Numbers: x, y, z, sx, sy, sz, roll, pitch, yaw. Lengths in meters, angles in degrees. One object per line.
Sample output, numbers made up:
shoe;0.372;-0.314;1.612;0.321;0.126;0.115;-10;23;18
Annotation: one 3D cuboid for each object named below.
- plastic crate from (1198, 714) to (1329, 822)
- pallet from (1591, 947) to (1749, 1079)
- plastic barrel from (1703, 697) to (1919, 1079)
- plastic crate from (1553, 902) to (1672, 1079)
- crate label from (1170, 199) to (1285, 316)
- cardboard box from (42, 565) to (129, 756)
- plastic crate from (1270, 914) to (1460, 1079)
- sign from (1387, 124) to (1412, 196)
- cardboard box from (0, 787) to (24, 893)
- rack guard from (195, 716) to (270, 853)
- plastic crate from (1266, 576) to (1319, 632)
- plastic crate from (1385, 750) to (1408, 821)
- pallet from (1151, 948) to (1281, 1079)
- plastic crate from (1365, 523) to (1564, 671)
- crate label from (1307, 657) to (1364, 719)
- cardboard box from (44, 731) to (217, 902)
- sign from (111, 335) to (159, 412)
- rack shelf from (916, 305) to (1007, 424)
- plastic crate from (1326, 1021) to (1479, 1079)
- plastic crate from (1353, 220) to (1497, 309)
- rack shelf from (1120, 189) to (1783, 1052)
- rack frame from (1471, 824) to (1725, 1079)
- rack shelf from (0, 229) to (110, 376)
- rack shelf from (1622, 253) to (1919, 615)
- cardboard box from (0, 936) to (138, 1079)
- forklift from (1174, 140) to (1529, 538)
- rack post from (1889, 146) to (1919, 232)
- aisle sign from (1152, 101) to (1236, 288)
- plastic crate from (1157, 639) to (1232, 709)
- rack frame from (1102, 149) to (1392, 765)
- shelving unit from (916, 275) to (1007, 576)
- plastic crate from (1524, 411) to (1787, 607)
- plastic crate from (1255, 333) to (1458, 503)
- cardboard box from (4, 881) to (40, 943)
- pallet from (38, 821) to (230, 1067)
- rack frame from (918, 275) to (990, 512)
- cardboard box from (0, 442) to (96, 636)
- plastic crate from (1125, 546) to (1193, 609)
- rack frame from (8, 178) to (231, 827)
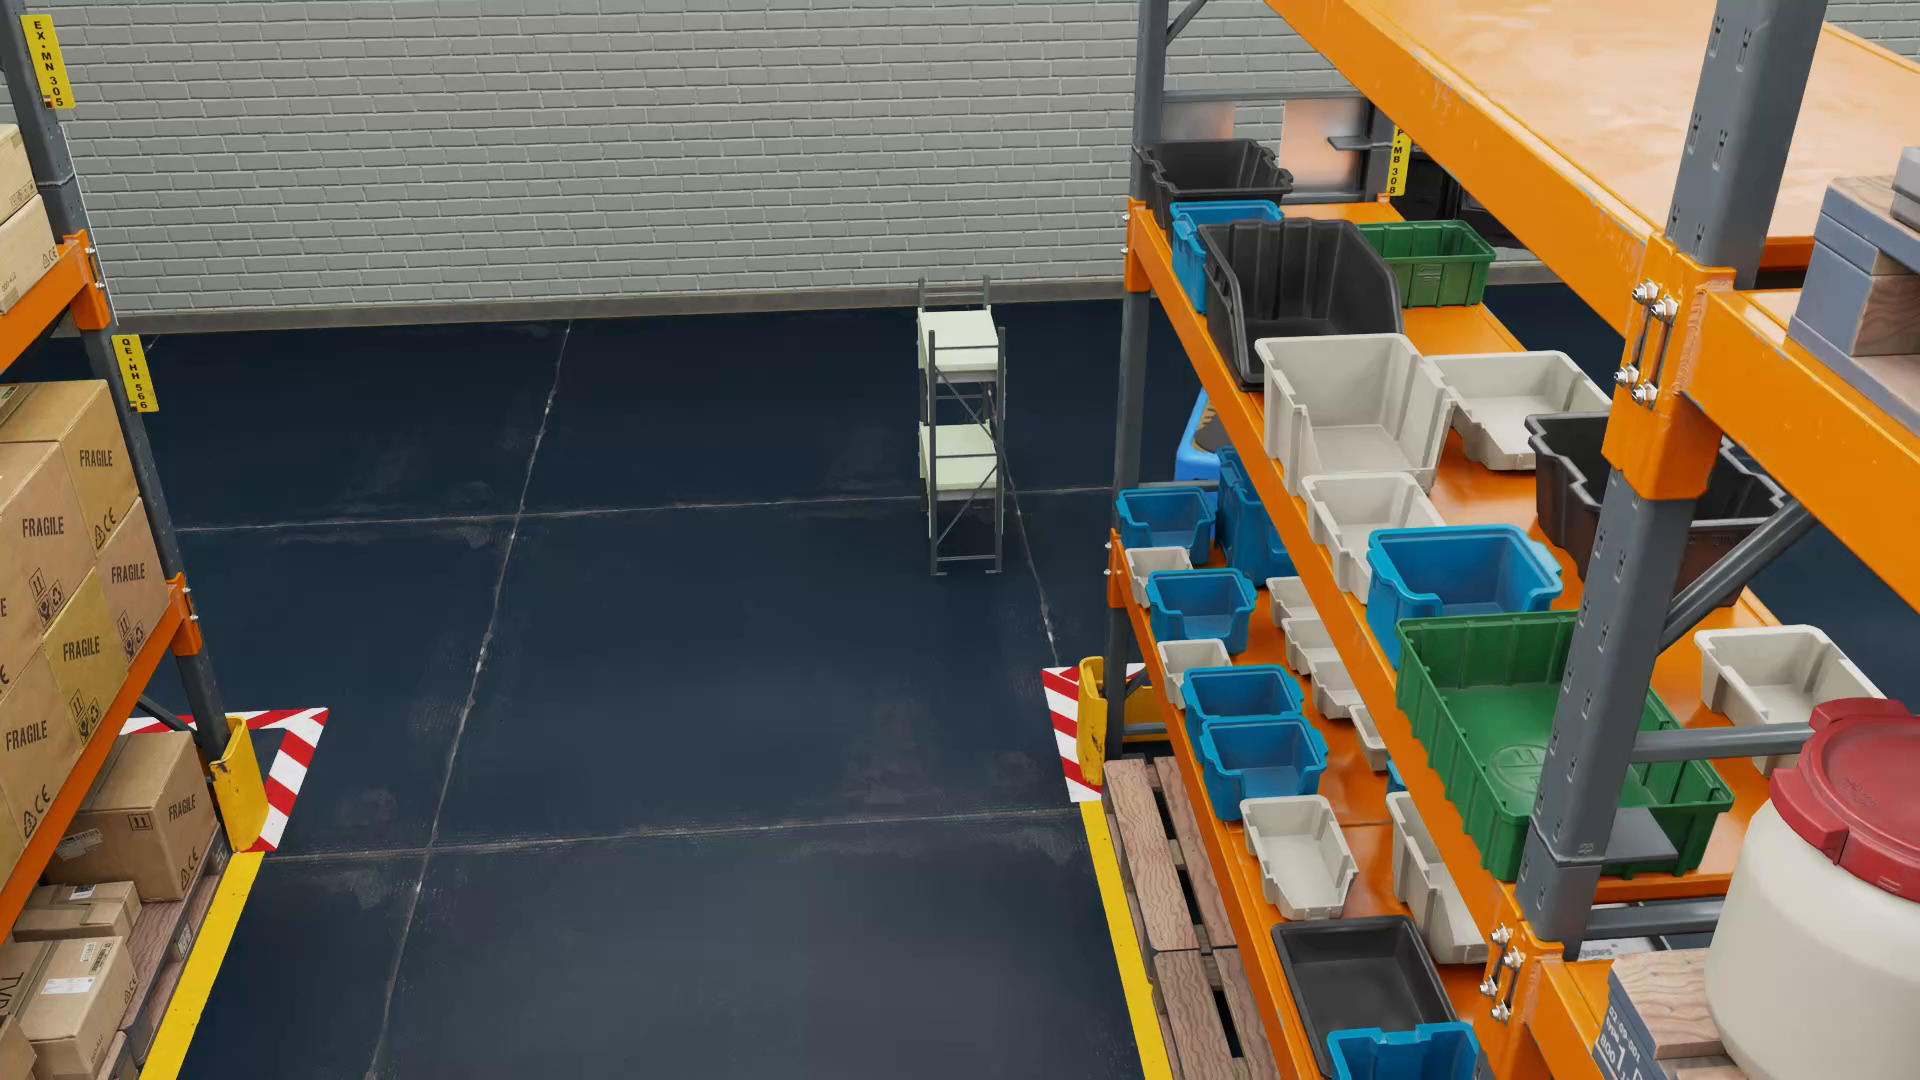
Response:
plastic crate;1.015;0.781;5.622;0.416;0.233;0.300;-3;31;-5
pallet;1.713;0.999;2.412;1.213;0.211;1.003;-3;31;-5
plastic barrel;1.342;0.564;2.414;0.433;0.535;0.433;0;31;0
plastic crate;1.709;1.289;4.547;0.402;0.464;0.583;-3;31;-5
crate label;0.934;-0.970;5.669;0.408;0.251;0.502;-3;31;-5
cardboard box;-3.398;0.440;5.990;0.500;0.500;0.500;-2;31;-4
plastic crate;1.171;1.344;4.786;0.437;0.125;0.590;-3;31;-5
sign;1.715;-1.510;6.530;0.100;0.325;0.005;-3;31;-5
cardboard box;-3.310;0.953;5.133;0.500;0.500;0.500;-3;31;-5
rack guard;-3.756;1.115;7.396;1.175;0.500;0.348;-3;31;-5
plastic crate;1.426;0.263;6.584;0.396;0.136;0.243;-3;31;-5
plastic crate;1.616;0.850;5.507;0.416;0.233;0.300;-3;31;-5
pallet;1.318;2.009;6.181;1.003;0.211;1.213;-3;31;-5
plastic crate;1.140;0.144;3.822;0.416;0.233;0.300;-3;31;-5
crate label;1.489;0.552;6.099;0.396;0.136;0.243;-3;31;-5
cardboard box;-3.467;1.153;6.903;0.500;0.500;0.500;-3;31;-5
sign;-3.208;-0.646;6.470;0.100;0.325;0.005;-3;31;-5
rack shelf;0.001;-0.976;9.160;0.431;0.370;0.720;-3;31;-5
plastic crate;1.160;1.569;4.156;0.392;0.384;0.575;-3;31;-5
plastic crate;1.546;-0.939;5.679;0.450;0.188;0.336;-3;31;-5
rack shelf;1.356;-0.190;4.920;1.077;0.370;4.000;-3;31;-5
rack frame;1.543;1.810;3.795;1.000;3.000;0.127;-3;31;-5
rack shelf;-3.576;0.045;4.526;1.077;0.370;4.000;-3;31;-5
rack shelf;1.730;0.736;0.834;1.077;0.370;4.000;-3;31;-5
cardboard box;-3.408;1.747;6.153;0.500;0.250;0.500;-3;31;-5
forklift;2.663;-0.807;8.244;3.031;2.935;1.130;9;32;14
rack post;1.590;-0.302;1.554;0.937;0.300;0.954;-3;31;-6
aisle sign;0.867;-1.371;6.585;0.394;0.787;0.004;-3;31;-5
plastic crate;0.875;0.511;6.168;0.250;0.136;0.298;-3;31;-5
rack frame;1.169;-0.232;7.214;1.000;3.000;0.127;-3;31;-5
shelving unit;0.001;-0.640;9.360;0.431;1.500;0.755;-3;31;-5
plastic crate;1.700;-0.069;4.143;0.497;0.269;0.590;-3;31;-5
plastic crate;1.069;-0.323;4.556;0.437;0.282;0.530;-3;31;-5
cardboard box;-3.948;1.541;6.498;0.500;0.250;0.500;-3;31;-5
pallet;-3.680;1.646;6.789;1.003;0.211;1.213;-3;31;-5
rack frame;-0.034;-0.827;9.673;0.400;1.500;0.023;-3;31;-5
cardboard box;-3.400;0.003;5.748;0.500;0.500;0.500;-2;31;-3
plastic crate;0.812;0.165;6.748;0.250;0.136;0.298;-3;31;-5
rack frame;-3.763;0.003;6.820;1.000;3.000;0.127;-3;31;-5
